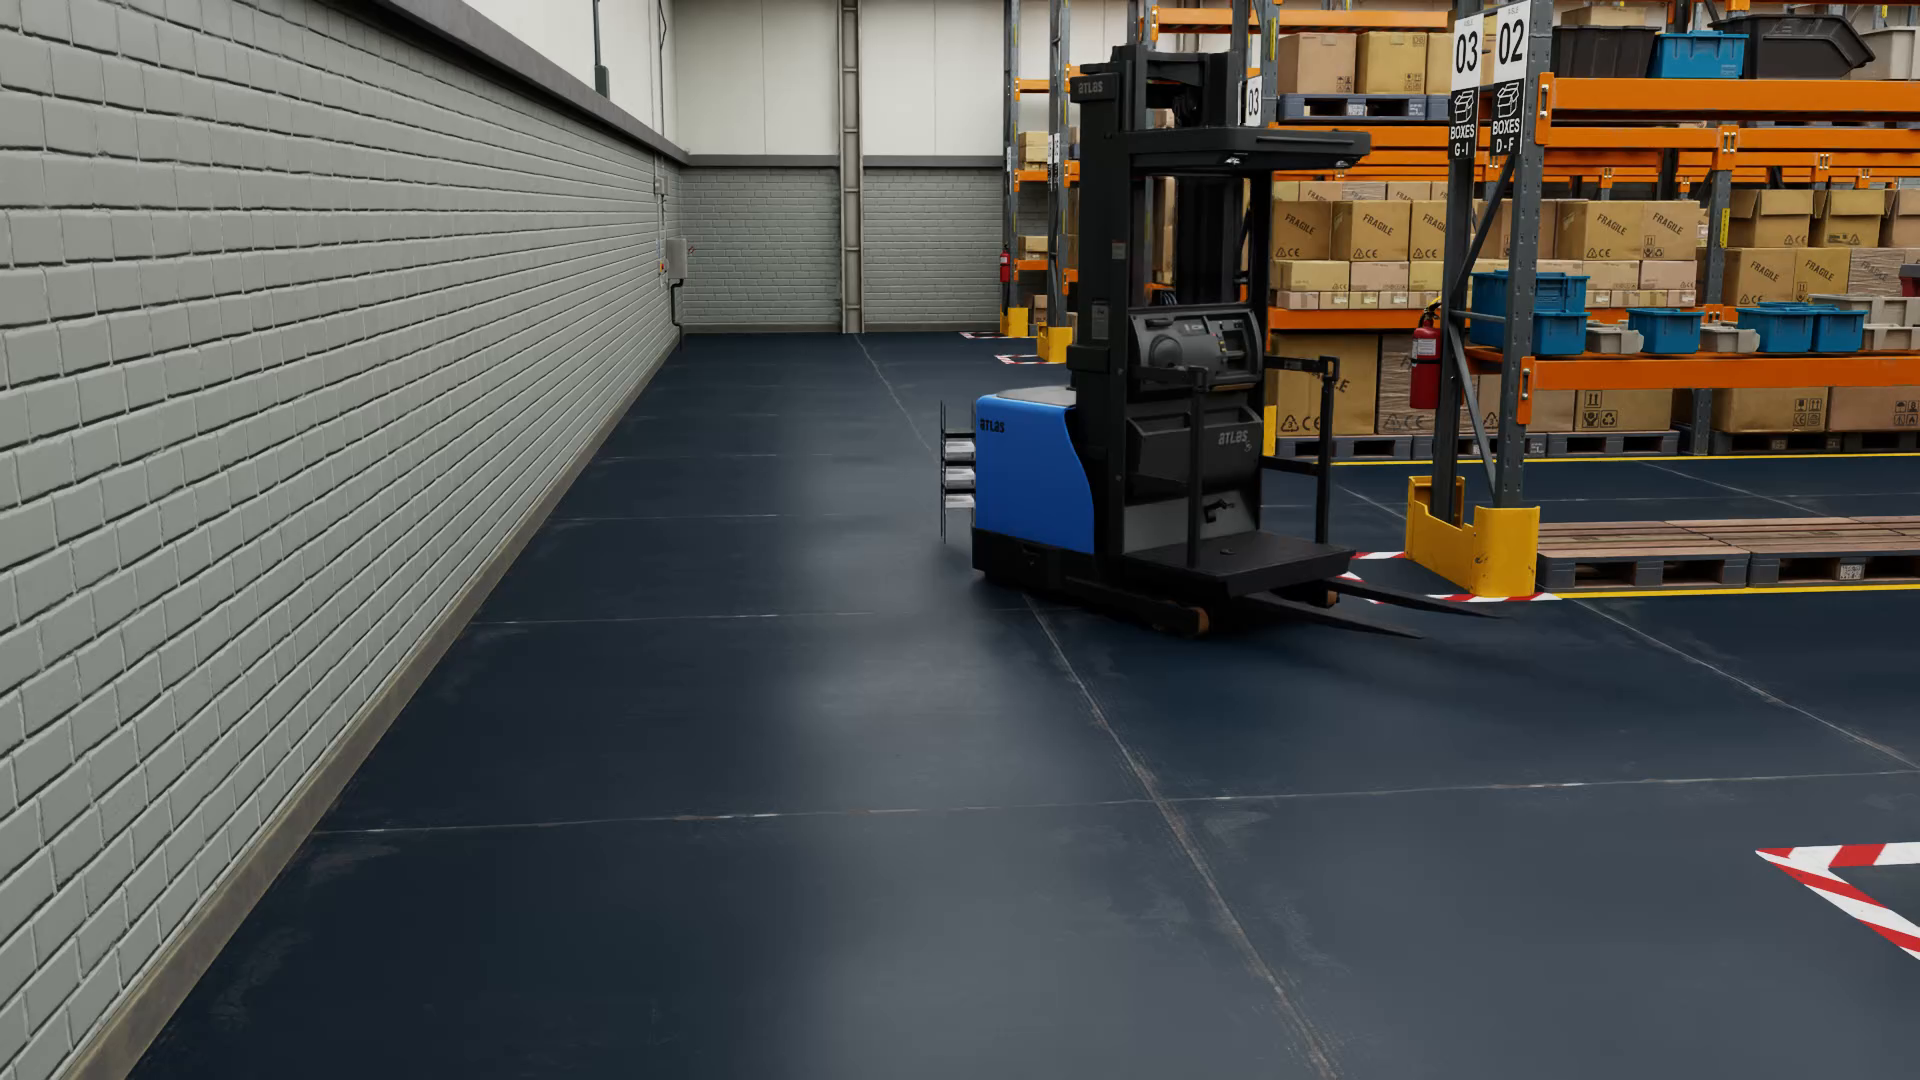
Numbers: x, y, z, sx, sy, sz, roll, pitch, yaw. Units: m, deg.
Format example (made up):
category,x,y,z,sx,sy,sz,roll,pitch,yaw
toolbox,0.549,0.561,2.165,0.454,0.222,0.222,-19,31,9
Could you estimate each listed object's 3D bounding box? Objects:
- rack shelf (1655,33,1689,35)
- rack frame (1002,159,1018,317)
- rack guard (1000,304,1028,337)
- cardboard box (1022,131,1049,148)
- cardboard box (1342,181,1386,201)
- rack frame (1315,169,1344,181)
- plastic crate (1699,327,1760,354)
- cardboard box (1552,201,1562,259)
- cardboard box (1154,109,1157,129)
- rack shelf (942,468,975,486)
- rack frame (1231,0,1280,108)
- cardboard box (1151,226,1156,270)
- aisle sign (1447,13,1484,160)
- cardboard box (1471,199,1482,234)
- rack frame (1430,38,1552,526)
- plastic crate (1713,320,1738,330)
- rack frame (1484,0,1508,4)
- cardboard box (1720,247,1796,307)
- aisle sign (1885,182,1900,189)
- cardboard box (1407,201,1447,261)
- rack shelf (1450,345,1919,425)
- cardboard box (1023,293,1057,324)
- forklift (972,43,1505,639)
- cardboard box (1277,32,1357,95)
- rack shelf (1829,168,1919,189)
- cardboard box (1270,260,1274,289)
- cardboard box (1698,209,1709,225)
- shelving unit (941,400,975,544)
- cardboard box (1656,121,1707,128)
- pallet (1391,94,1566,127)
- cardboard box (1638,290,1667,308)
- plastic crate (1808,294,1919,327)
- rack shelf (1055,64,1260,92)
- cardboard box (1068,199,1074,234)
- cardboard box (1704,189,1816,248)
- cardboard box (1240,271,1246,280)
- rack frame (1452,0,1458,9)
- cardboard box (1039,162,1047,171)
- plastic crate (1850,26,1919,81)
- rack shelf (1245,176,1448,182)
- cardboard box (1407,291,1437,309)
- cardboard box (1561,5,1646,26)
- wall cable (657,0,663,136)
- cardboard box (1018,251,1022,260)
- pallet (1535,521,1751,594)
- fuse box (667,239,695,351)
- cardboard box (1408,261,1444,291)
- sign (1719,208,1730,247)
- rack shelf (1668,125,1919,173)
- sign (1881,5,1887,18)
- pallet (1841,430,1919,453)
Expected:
category,x,y,z,sx,sy,sz,roll,pitch,yaw
rack shelf,8.005,-5.691,19.389,4.000,0.370,1.077,-1,11,-6
rack frame,0.865,-5.070,28.884,0.127,3.000,1.000,-1,11,-6
rack guard,0.941,-3.846,29.133,0.348,0.500,1.175,-1,11,-6
cardboard box,1.334,-6.821,28.334,0.500,0.250,0.500,-1,11,-7
cardboard box,4.555,-3.859,19.099,0.500,0.500,0.500,-1,11,-5
rack frame,5.382,-4.202,24.466,0.127,3.000,1.000,-1,11,-6
plastic crate,4.293,-1.115,9.293,0.298,0.136,0.250,-1,11,-6
cardboard box,5.458,-2.772,14.866,0.500,0.500,0.500,-1,11,-6
cardboard box,2.471,-4.873,19.198,0.500,0.250,0.500,-2,11,-8
rack shelf,-0.008,-0.409,10.787,0.200,0.077,0.258,-1,11,-6
rack frame,2.475,-5.162,13.796,0.127,3.000,1.000,-1,11,-6
cardboard box,2.459,-3.425,19.484,0.500,0.500,0.500,-1,11,-5
aisle sign,2.907,-2.599,9.571,0.004,0.787,0.394,-1,11,-6
cardboard box,7.365,-4.734,24.319,0.500,0.500,0.500,-1,11,-7
rack frame,3.010,-1.268,9.544,0.127,3.000,1.000,-1,11,-6
plastic crate,4.658,-1.244,9.946,0.250,0.136,0.298,-1,11,-6
rack frame,6.017,-6.198,19.069,0.127,3.000,1.000,-1,11,-6
cardboard box,6.936,-2.312,14.594,0.500,0.500,0.500,-1,11,-6
aisle sign,16.869,-6.624,30.049,0.004,0.787,0.394,-1,11,-6
cardboard box,3.993,-2.639,14.190,0.500,0.500,0.500,-2,11,-8
rack shelf,4.999,-0.957,9.825,4.000,0.370,1.077,-1,11,-6
cardboard box,1.484,-4.046,29.056,0.637,0.503,0.797,-2,11,-8
forklift,1.385,-1.049,8.604,1.130,2.935,3.031,-9,14,-38
cardboard box,2.986,-4.015,14.133,0.500,0.500,0.700,-2,11,-10
rack shelf,15.323,-5.529,25.306,4.000,0.370,1.077,-1,11,-6
cardboard box,2.928,-2.352,14.671,0.500,0.250,0.500,-1,11,-7
cardboard box,10.875,-4.676,24.758,0.500,0.500,0.500,-1,11,-5
shelving unit,-0.008,-0.441,10.780,0.210,0.900,0.258,-1,11,-6
cardboard box,8.460,-4.776,19.350,0.500,0.500,0.500,-1,11,-6
pallet,4.427,-3.690,14.315,1.213,0.211,1.003,-1,11,-6
cardboard box,5.928,-2.104,14.444,0.250,0.149,0.380,-1,11,-5
plastic crate,5.449,-1.326,9.991,0.530,0.282,0.437,-1,11,-6
rack shelf,3.393,-6.555,23.783,4.000,0.370,1.077,-1,11,-6
cardboard box,1.859,-4.714,24.219,0.500,0.500,0.500,-1,11,-4
cardboard box,7.086,-2.858,14.768,0.637,0.503,0.797,-1,11,-8
cardboard box,3.162,-3.032,19.168,0.250,0.149,0.380,-1,11,-3
rack frame,8.819,-8.181,29.153,0.127,3.000,1.000,-1,11,-6
cardboard box,1.465,-6.392,28.479,0.250,0.149,0.380,-1,11,-5
plastic crate,5.247,-2.669,9.199,0.530,0.282,0.437,-1,11,-6
rack shelf,6.830,-6.314,29.299,4.000,0.370,1.077,-1,11,-6
cardboard box,3.885,-2.061,14.226,0.250,0.149,0.380,-1,11,-7
cardboard box,5.516,-4.427,14.284,0.500,0.250,0.500,-2,11,-10
wall cable,-4.298,-7.034,23.320,0.029,3.000,2.355,-1,11,-6
cardboard box,1.166,-5.006,29.205,0.250,0.149,0.380,-1,11,-7
pallet,3.834,0.090,9.862,1.213,0.211,1.003,-1,11,-6
fuse box,-4.280,-3.770,25.611,0.414,1.711,0.539,-1,11,-6
cardboard box,3.998,-2.271,14.260,0.500,0.250,0.500,-2,11,-8
sign,6.513,-2.659,14.167,0.005,0.325,0.100,-1,11,-6
rack shelf,8.440,-3.462,14.791,4.000,0.370,1.077,-1,11,-6
sign,13.401,-7.742,24.089,0.005,0.325,0.100,-1,11,-6
pallet,8.427,-0.990,15.356,1.213,0.211,1.003,-1,11,-6
